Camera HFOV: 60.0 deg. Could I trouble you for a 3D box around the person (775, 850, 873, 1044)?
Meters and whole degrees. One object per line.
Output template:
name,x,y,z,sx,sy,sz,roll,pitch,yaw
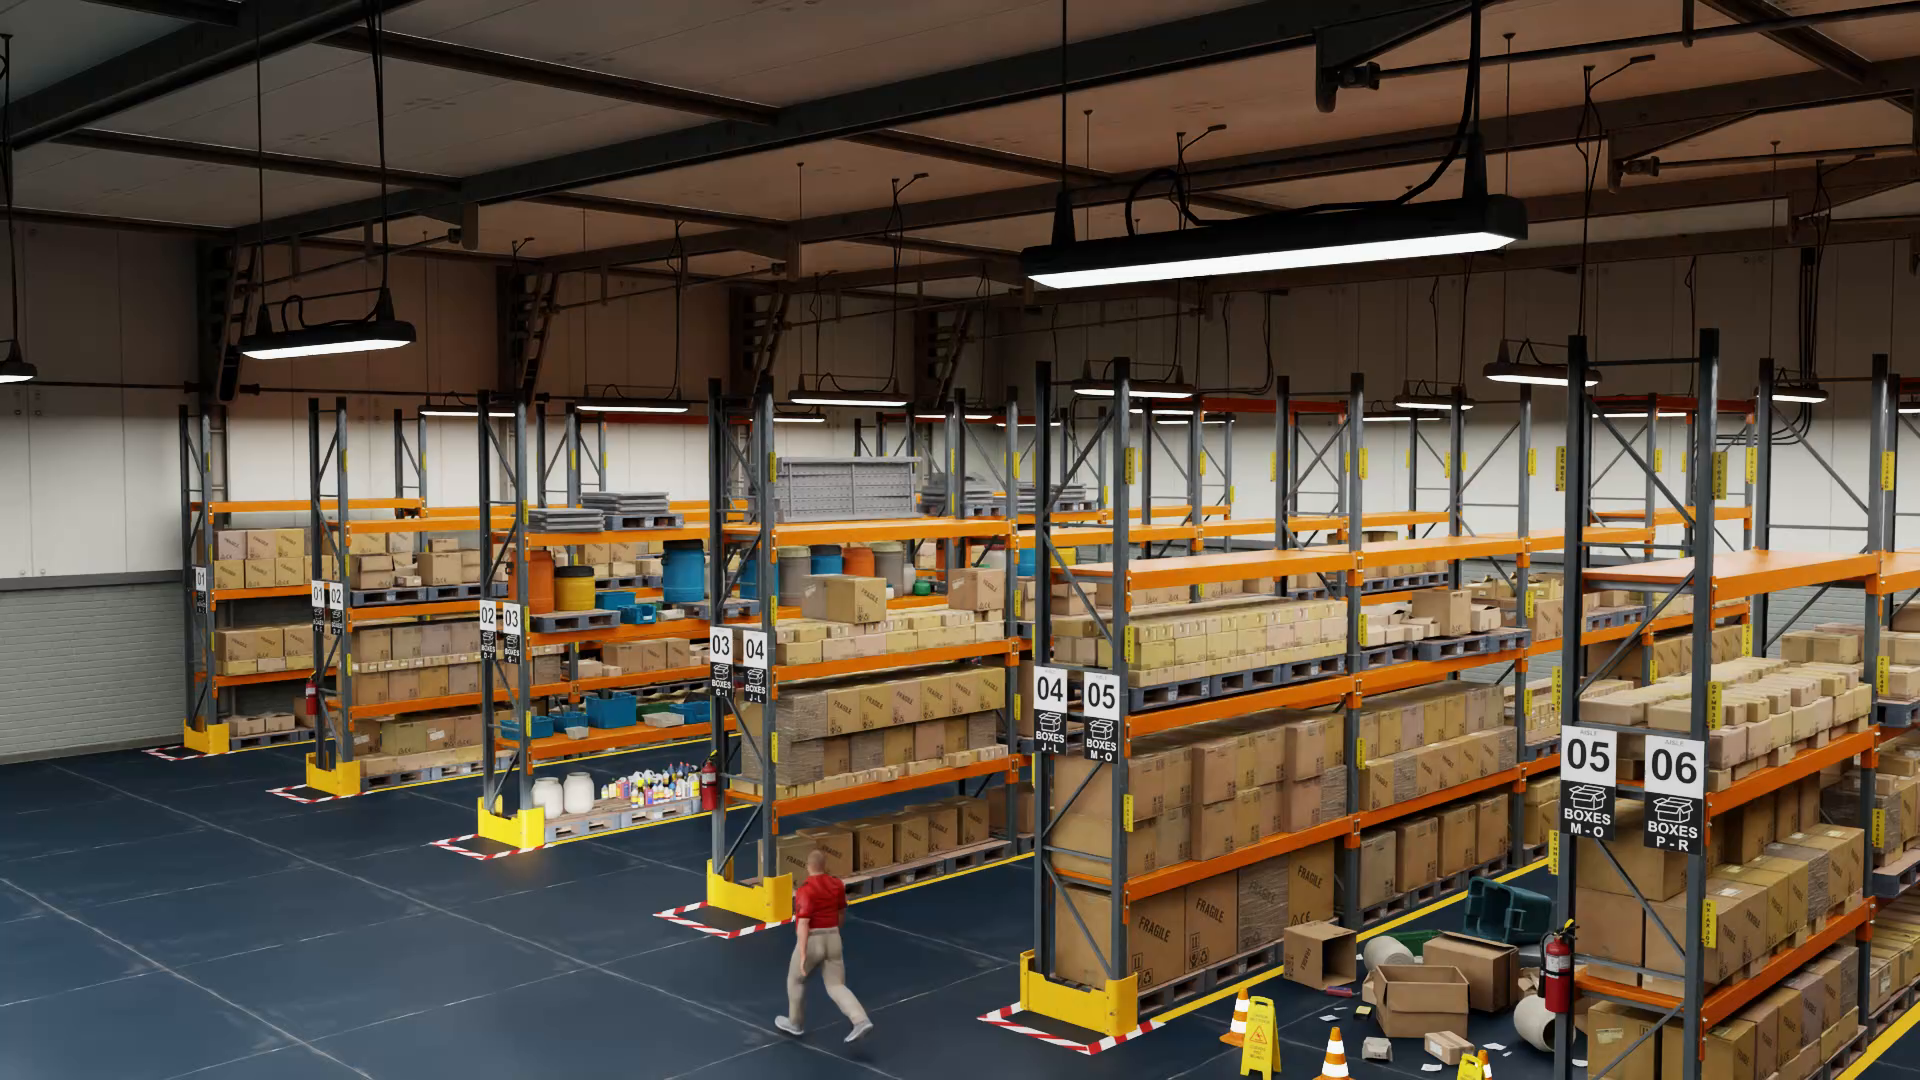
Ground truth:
person,-1.220,3.546,14.569,0.613,1.648,1.037,-3,4,-41
